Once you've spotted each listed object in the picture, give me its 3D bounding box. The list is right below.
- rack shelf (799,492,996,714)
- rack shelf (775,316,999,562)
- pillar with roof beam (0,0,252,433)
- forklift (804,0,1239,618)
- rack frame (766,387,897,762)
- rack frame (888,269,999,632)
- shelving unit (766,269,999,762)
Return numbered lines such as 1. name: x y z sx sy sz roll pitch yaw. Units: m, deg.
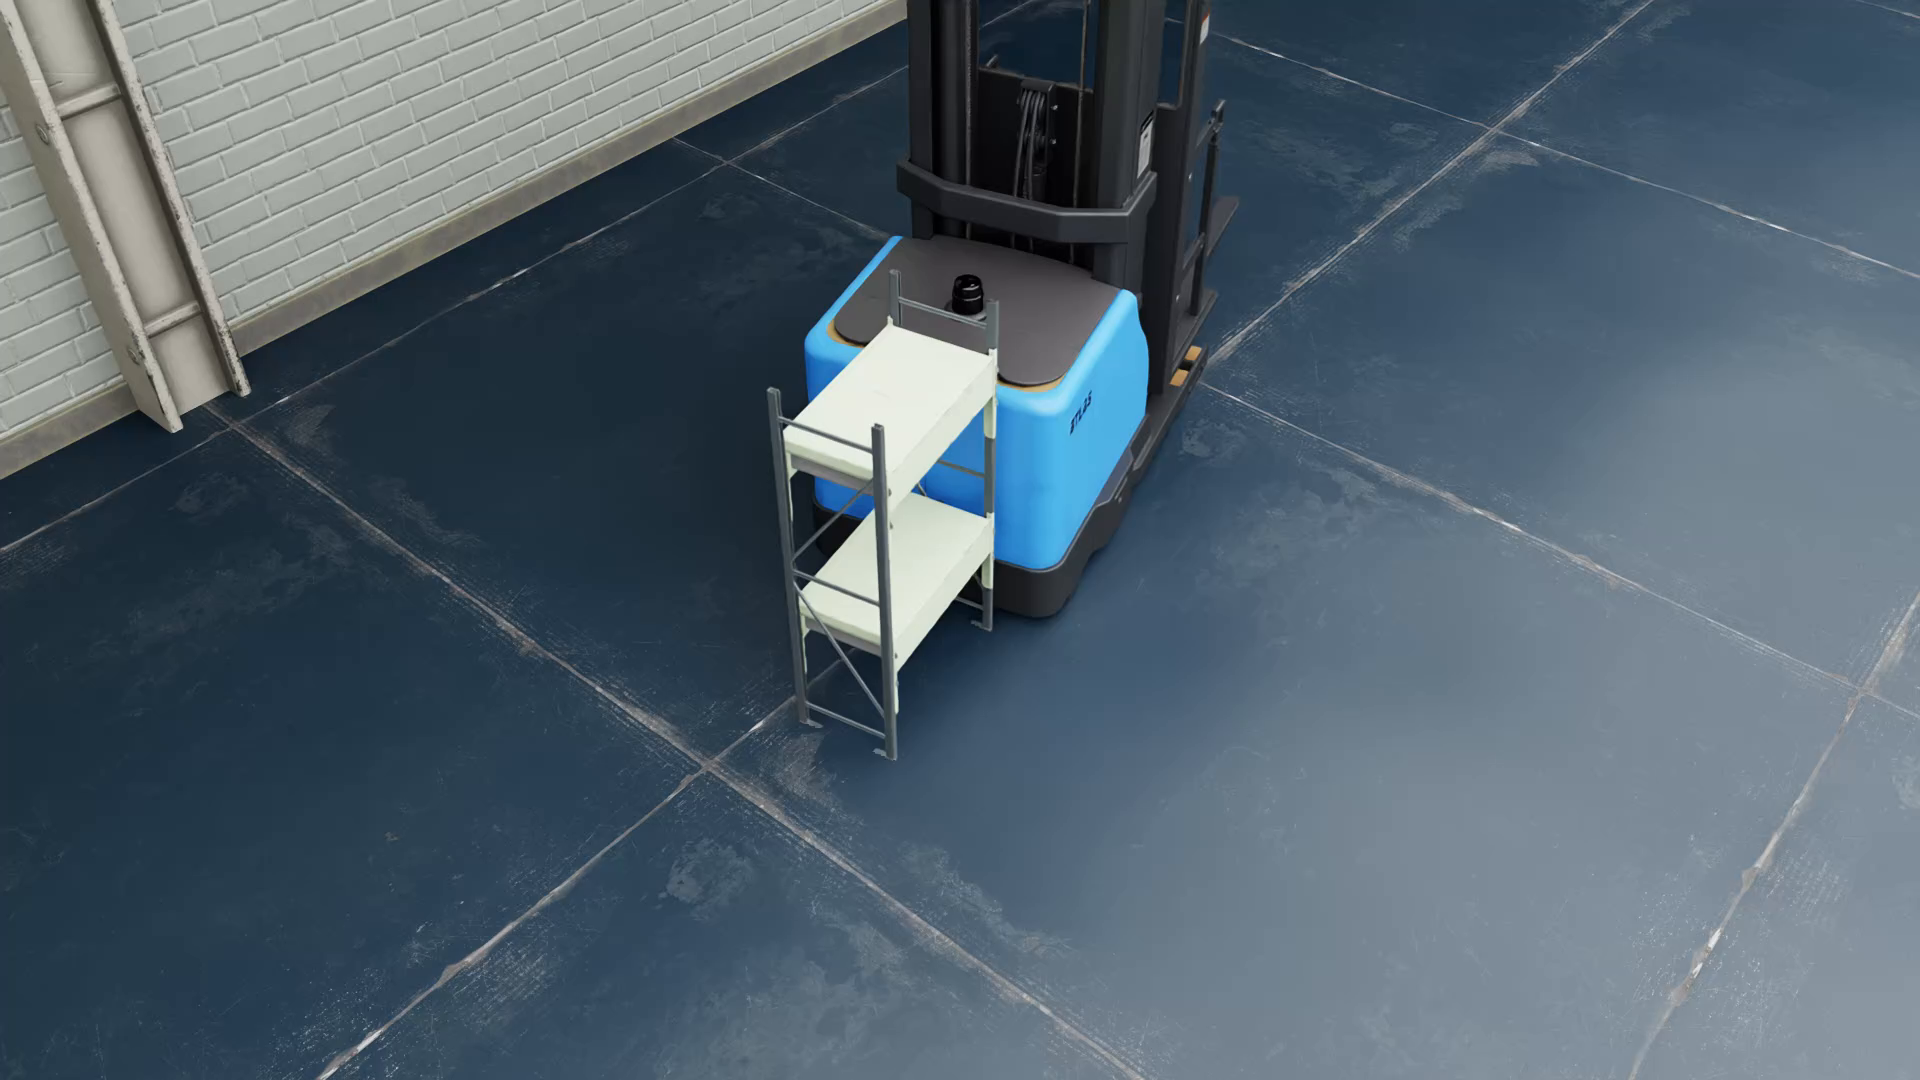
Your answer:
1. rack shelf: -0.229 0.186 5.915 0.431 0.370 0.720 20 46 21
2. rack shelf: -0.229 -0.344 5.433 0.431 0.370 0.720 20 46 21
3. pillar with roof beam: -0.136 -2.099 2.370 9.100 9.000 0.400 29 50 28
4. forklift: 0.476 -1.787 6.536 1.130 2.935 3.031 16 45 17
5. rack frame: -0.403 0.161 5.458 0.400 1.500 0.023 20 46 21
6. rack frame: -0.056 -0.272 5.934 0.400 1.500 0.023 20 46 21
7. shelving unit: -0.229 -0.055 5.696 0.431 1.500 0.755 20 46 21
